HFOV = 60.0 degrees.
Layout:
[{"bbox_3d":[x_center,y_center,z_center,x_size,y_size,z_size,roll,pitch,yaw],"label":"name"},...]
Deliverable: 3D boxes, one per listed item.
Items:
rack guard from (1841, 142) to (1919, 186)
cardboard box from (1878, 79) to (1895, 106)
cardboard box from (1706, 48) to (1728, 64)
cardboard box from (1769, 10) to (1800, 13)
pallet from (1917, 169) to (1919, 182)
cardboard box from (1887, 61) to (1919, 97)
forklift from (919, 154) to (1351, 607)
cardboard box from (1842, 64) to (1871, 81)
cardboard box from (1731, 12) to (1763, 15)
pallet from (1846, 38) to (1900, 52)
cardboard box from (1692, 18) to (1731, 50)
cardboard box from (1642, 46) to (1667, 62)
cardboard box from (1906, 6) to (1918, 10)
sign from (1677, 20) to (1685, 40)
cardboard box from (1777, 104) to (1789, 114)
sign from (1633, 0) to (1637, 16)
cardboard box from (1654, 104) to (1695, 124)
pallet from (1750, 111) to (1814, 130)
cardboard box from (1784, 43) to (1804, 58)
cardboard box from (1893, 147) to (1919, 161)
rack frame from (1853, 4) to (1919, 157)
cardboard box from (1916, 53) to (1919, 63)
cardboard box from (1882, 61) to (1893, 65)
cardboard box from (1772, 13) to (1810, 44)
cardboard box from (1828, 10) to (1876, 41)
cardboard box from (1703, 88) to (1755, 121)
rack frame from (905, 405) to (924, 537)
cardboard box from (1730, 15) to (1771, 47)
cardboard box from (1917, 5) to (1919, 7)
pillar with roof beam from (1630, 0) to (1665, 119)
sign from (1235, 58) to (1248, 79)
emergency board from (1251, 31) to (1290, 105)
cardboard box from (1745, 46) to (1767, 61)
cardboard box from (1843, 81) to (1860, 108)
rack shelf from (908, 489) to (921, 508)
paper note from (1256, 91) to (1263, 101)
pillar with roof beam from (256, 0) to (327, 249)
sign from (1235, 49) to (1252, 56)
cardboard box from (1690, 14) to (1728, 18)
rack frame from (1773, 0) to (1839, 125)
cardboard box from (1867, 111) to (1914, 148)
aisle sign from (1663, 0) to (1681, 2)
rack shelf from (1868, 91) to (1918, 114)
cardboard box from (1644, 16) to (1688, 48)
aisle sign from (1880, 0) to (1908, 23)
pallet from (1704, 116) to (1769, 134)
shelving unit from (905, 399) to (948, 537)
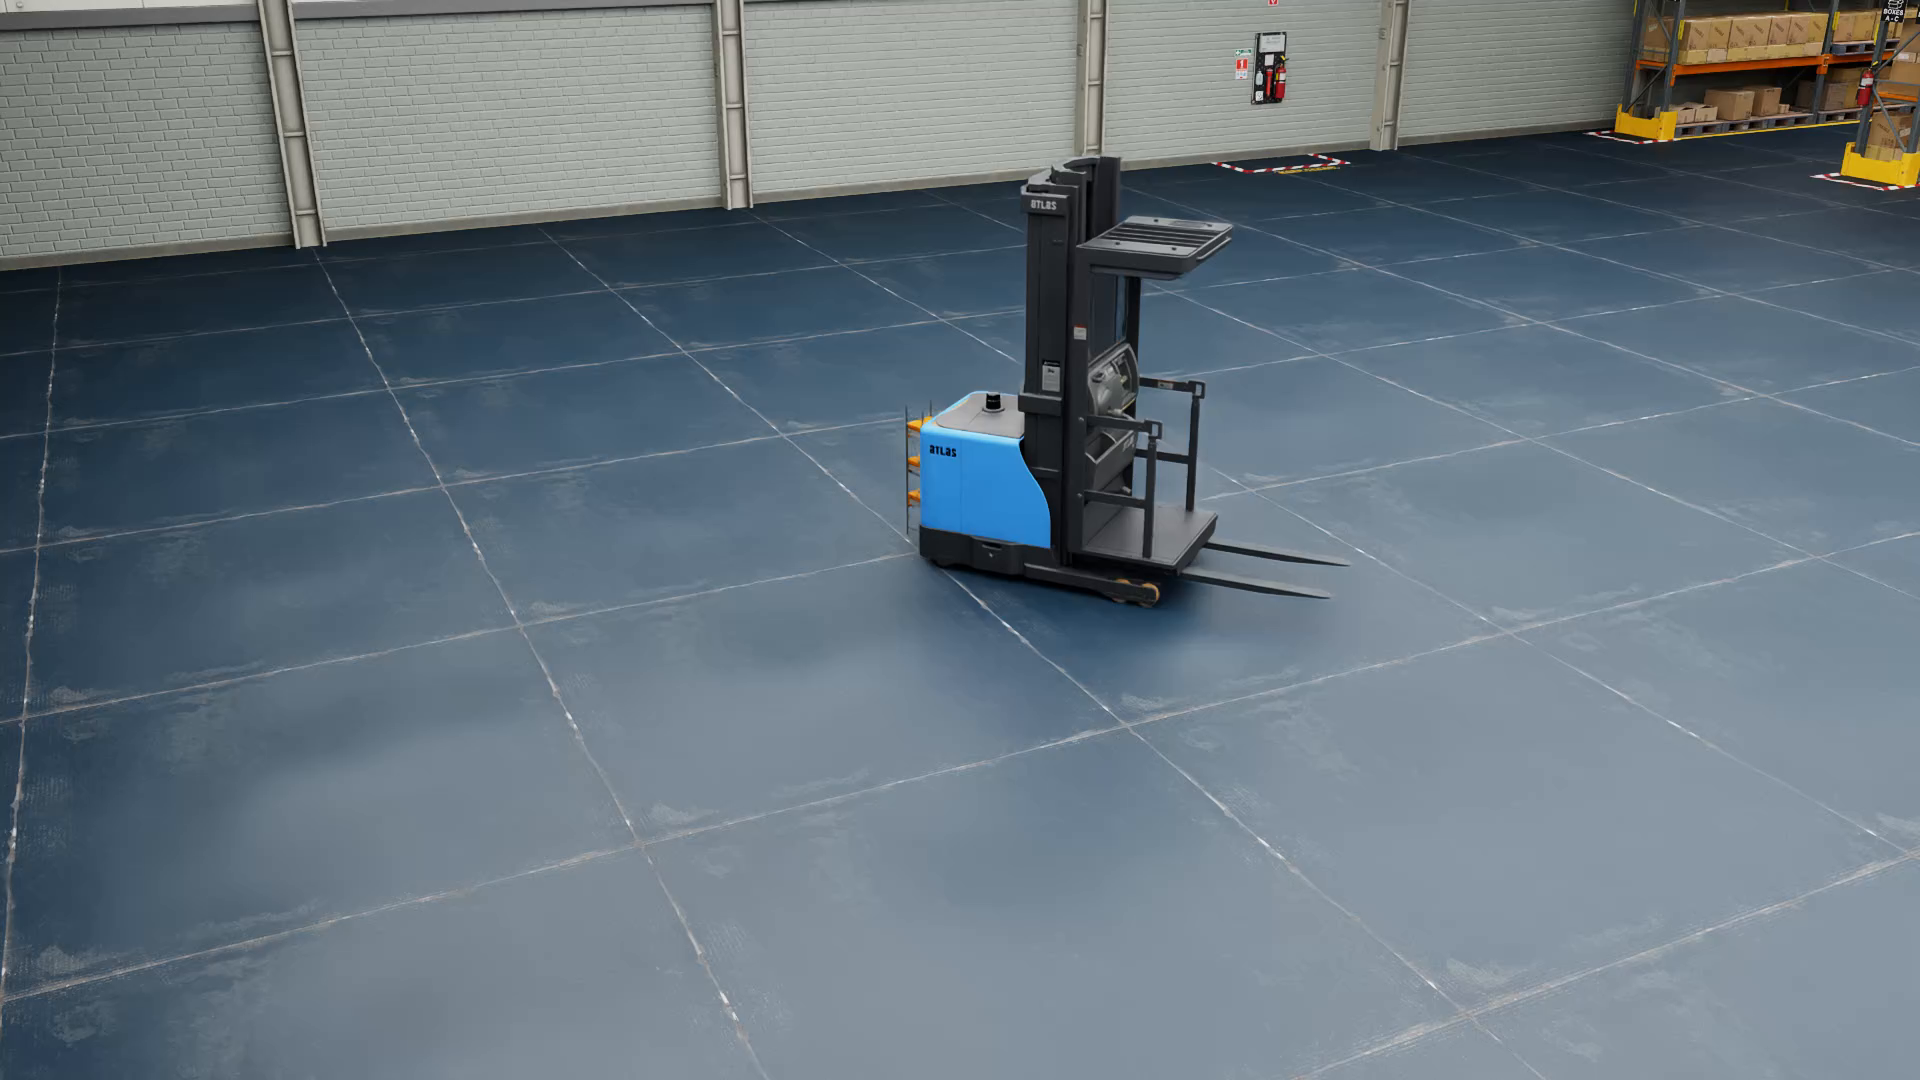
[{"bbox_3d":[14.785,-6.043,26.695,0.348,0.500,1.175,-10,25,-24],"label":"rack guard"},{"bbox_3d":[18.287,-9.009,33.285,0.500,0.500,0.700,-11,25,-24],"label":"cardboard box"},{"bbox_3d":[13.694,-8.911,30.525,0.500,0.250,0.500,-11,25,-25],"label":"cardboard box"},{"bbox_3d":[15.745,-9.852,31.819,0.500,0.500,0.500,-11,25,-25],"label":"cardboard box"},{"bbox_3d":[15.477,-6.055,27.101,1.213,0.211,1.003,-10,25,-24],"label":"pallet"},{"bbox_3d":[15.233,-7.321,26.384,0.500,0.500,0.700,-10,25,-24],"label":"cardboard box"},{"bbox_3d":[1.259,-1.115,11.612,3.031,2.935,1.130,10,24,23],"label":"forklift"},{"bbox_3d":[17.777,-9.256,32.902,0.500,0.250,0.500,-11,25,-25],"label":"cardboard box"},{"bbox_3d":[14.826,-9.687,31.420,0.500,0.500,0.500,-10,24,-22],"label":"cardboard box"},{"bbox_3d":[18.097,-9.804,32.764,1.213,0.211,1.003,-10,25,-24],"label":"pallet"},{"bbox_3d":[13.665,-9.249,30.362,0.500,0.500,0.500,-10,25,-23],"label":"cardboard box"},{"bbox_3d":[12.992,-8.993,30.723,0.500,0.250,0.500,-10,25,-23],"label":"cardboard box"},{"bbox_3d":[18.952,-10.302,33.009,0.500,0.500,0.700,-13,26,-29],"label":"cardboard box"},{"bbox_3d":[12.890,-9.121,29.732,0.005,0.325,0.100,-10,25,-24],"label":"sign"},{"bbox_3d":[15.790,-8.367,32.171,0.250,0.166,0.380,-14,26,-30],"label":"cardboard box"},{"bbox_3d":[12.432,-9.784,30.537,0.005,0.325,0.100,-10,25,-24],"label":"sign"},{"bbox_3d":[13.317,-7.953,30.982,0.500,0.311,0.500,-14,26,-30],"label":"cardboard box"},{"bbox_3d":[15.669,-8.160,32.187,1.213,0.211,1.003,-10,25,-24],"label":"pallet"},{"bbox_3d":[15.511,-9.249,31.342,0.500,0.250,0.500,-10,25,-23],"label":"cardboard box"},{"bbox_3d":[15.386,-6.138,26.702,0.500,0.250,0.500,-10,25,-24],"label":"cardboard box"},{"bbox_3d":[14.806,-7.202,26.227,0.127,3.000,1.000,-10,25,-24],"label":"rack frame"},{"bbox_3d":[15.253,-7.539,26.061,0.250,0.149,0.380,-11,25,-24],"label":"cardboard box"},{"bbox_3d":[18.696,-9.420,33.297,0.500,0.250,0.500,-10,24,-23],"label":"cardboard box"},{"bbox_3d":[15.520,-9.589,31.182,0.500,0.500,0.500,-11,25,-24],"label":"cardboard box"},{"bbox_3d":[17.239,-9.984,32.242,0.500,0.500,0.700,-8,24,-18],"label":"cardboard box"},{"bbox_3d":[14.514,-8.240,31.426,0.500,0.500,0.700,-12,25,-27],"label":"cardboard box"},{"bbox_3d":[-0.340,-0.494,12.569,0.008,1.050,0.200,-20,29,-39],"label":"rack frame"},{"bbox_3d":[14.593,-9.422,30.780,0.500,0.500,0.500,-10,24,-22],"label":"cardboard box"},{"bbox_3d":[19.282,-10.659,33.023,0.250,0.149,0.380,-15,27,-32],"label":"cardboard box"},{"bbox_3d":[14.777,-10.611,26.618,0.400,9.000,9.100,-10,25,-24],"label":"pillar with roof beam"},{"bbox_3d":[4.718,-7.891,27.844,0.234,0.329,0.001,-10,25,-24],"label":"sign"},{"bbox_3d":[5.261,-7.931,27.987,0.643,1.169,0.194,-10,25,-24],"label":"emergency board"},{"bbox_3d":[14.612,-9.077,30.925,0.500,0.250,0.500,-10,25,-23],"label":"cardboard box"},{"bbox_3d":[17.359,-8.851,32.904,0.500,0.500,0.700,-11,25,-25],"label":"cardboard box"},{"bbox_3d":[-0.251,-0.259,12.756,0.240,0.259,0.215,-20,29,-39],"label":"rack shelf"},{"bbox_3d":[5.071,-7.518,28.142,0.142,0.148,0.016,-10,25,-24],"label":"paper note"},{"bbox_3d":[-6.848,-6.630,17.001,0.400,9.000,9.100,-10,25,-24],"label":"pillar with roof beam"},{"bbox_3d":[4.726,-8.134,27.738,0.331,0.109,0.001,-10,25,-24],"label":"sign"},{"bbox_3d":[13.909,-9.514,31.001,0.500,0.500,0.500,-11,25,-25],"label":"cardboard box"},{"bbox_3d":[16.259,-9.572,31.952,0.127,3.000,1.000,-10,25,-24],"label":"rack frame"},{"bbox_3d":[15.161,-6.663,26.991,0.500,0.500,0.500,-10,25,-24],"label":"cardboard box"},{"bbox_3d":[12.720,-9.994,29.573,0.004,0.787,0.394,-10,25,-24],"label":"aisle sign"},{"bbox_3d":[16.609,-7.201,27.166,4.000,0.370,1.077,-10,25,-24],"label":"rack shelf"},{"bbox_3d":[12.987,-9.346,30.597,0.500,0.500,0.500,-11,25,-24],"label":"cardboard box"},{"bbox_3d":[14.620,-8.493,25.948,0.004,0.787,0.394,-10,25,-24],"label":"aisle sign"},{"bbox_3d":[14.568,-7.956,31.694,1.213,0.211,1.003,-10,25,-24],"label":"pallet"},{"bbox_3d":[-0.251,-0.526,12.646,0.252,1.050,0.215,-20,29,-39],"label":"shelving unit"}]
